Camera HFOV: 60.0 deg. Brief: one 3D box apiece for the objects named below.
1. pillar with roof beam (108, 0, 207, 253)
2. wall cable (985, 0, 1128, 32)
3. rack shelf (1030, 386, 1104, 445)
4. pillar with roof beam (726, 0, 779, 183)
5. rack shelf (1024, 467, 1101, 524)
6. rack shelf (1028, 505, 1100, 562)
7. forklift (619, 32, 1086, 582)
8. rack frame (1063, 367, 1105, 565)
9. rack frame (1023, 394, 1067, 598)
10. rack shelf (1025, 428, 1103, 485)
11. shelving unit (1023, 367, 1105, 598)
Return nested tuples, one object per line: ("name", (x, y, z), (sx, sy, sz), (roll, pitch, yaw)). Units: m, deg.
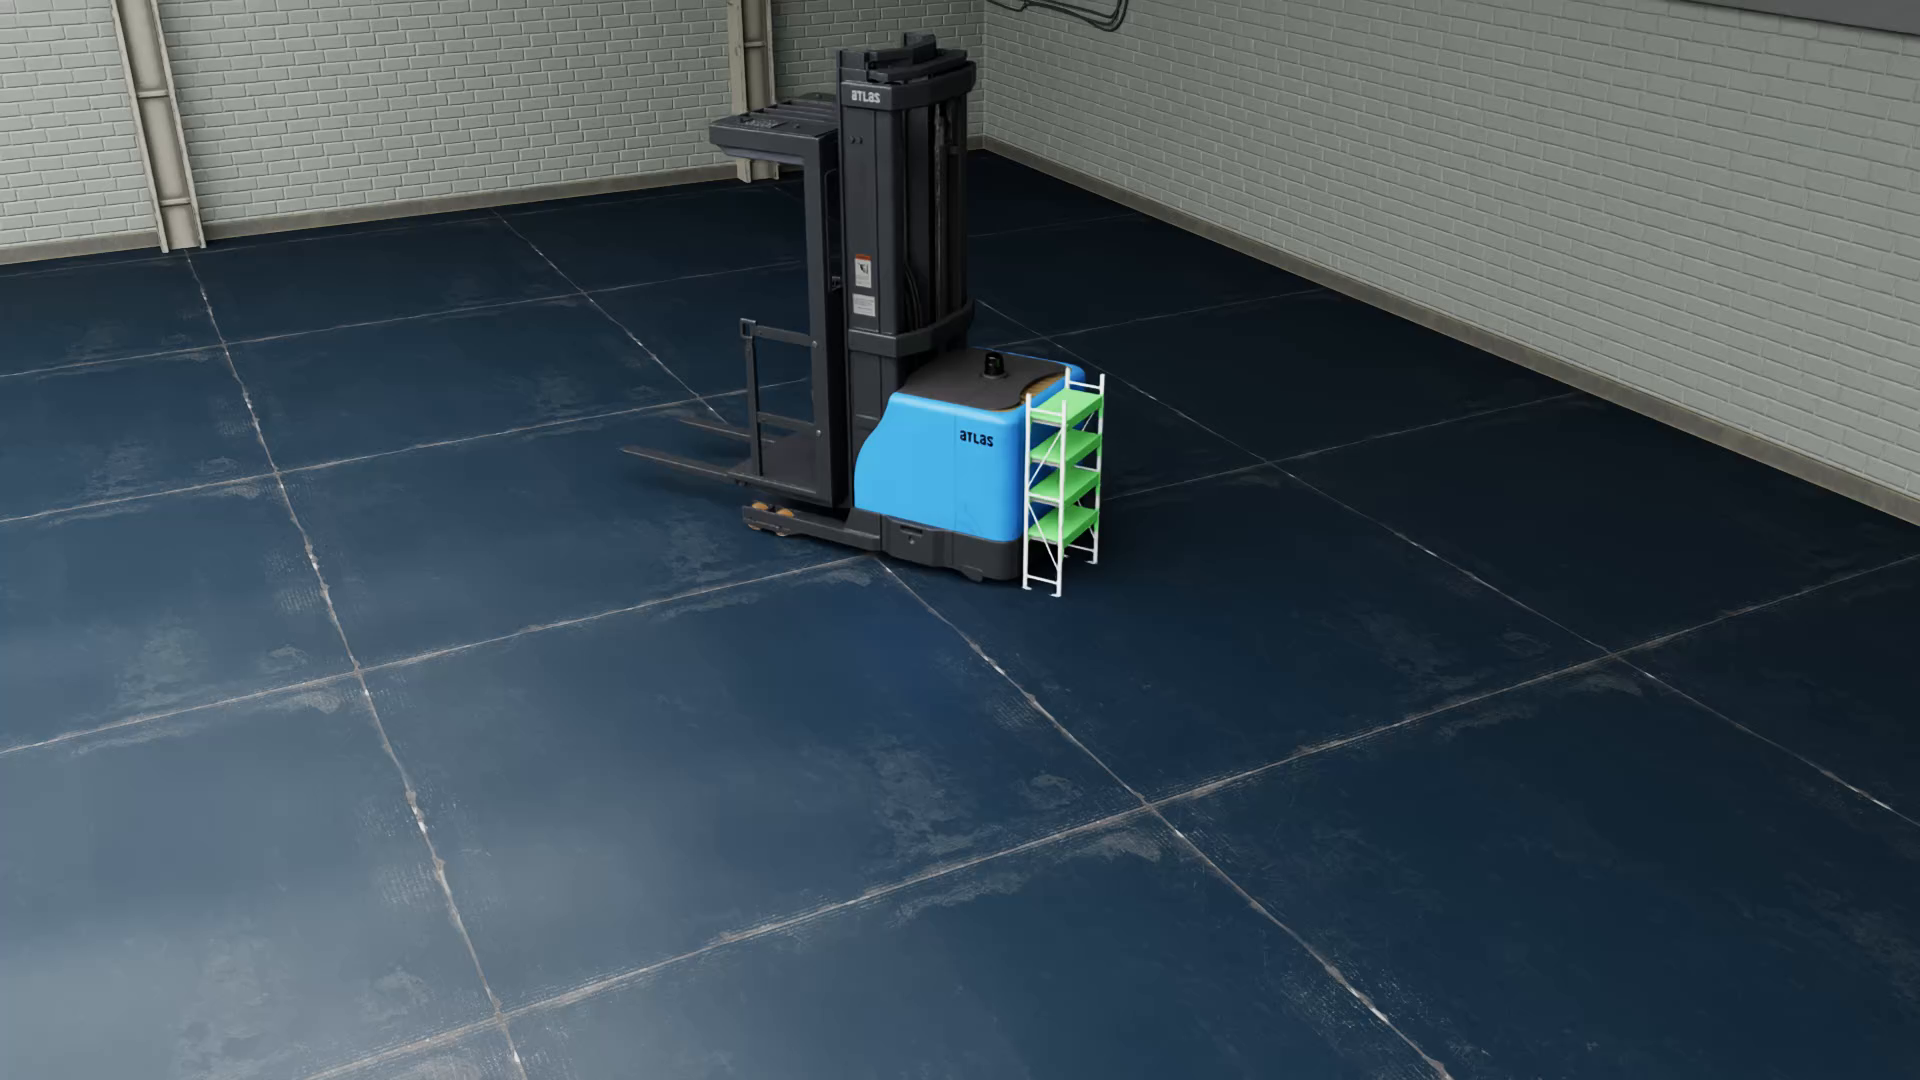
("pillar with roof beam", (-5.547, -5.276, 10.842), (0.400, 9.000, 9.100), (-13, 29, -25))
("wall cable", (0.943, -6.837, 17.681), (0.112, 2.526, 3.097), (-13, 29, -25))
("rack shelf", (0.595, -0.705, 9.370), (0.258, 0.148, 0.480), (14, 29, 26))
("pillar with roof beam", (-0.253, -6.498, 13.387), (0.400, 9.000, 9.100), (-13, 29, -25))
("rack shelf", (0.594, -0.272, 9.578), (0.258, 0.148, 0.480), (14, 29, 26))
("rack shelf", (0.594, -0.056, 9.682), (0.258, 0.148, 0.480), (14, 29, 26))
("forklift", (-0.772, -1.526, 10.042), (3.031, 2.935, 1.130), (14, 29, 26))
("rack frame", (0.714, -0.422, 9.742), (0.240, 1.200, 0.015), (14, 29, 26))
("rack frame", (0.475, -0.238, 9.358), (0.240, 1.200, 0.015), (14, 29, 26))
("rack shelf", (0.594, -0.488, 9.474), (0.258, 0.148, 0.480), (14, 29, 26))
("shelving unit", (0.594, -0.330, 9.550), (0.258, 1.200, 0.503), (14, 29, 26))
